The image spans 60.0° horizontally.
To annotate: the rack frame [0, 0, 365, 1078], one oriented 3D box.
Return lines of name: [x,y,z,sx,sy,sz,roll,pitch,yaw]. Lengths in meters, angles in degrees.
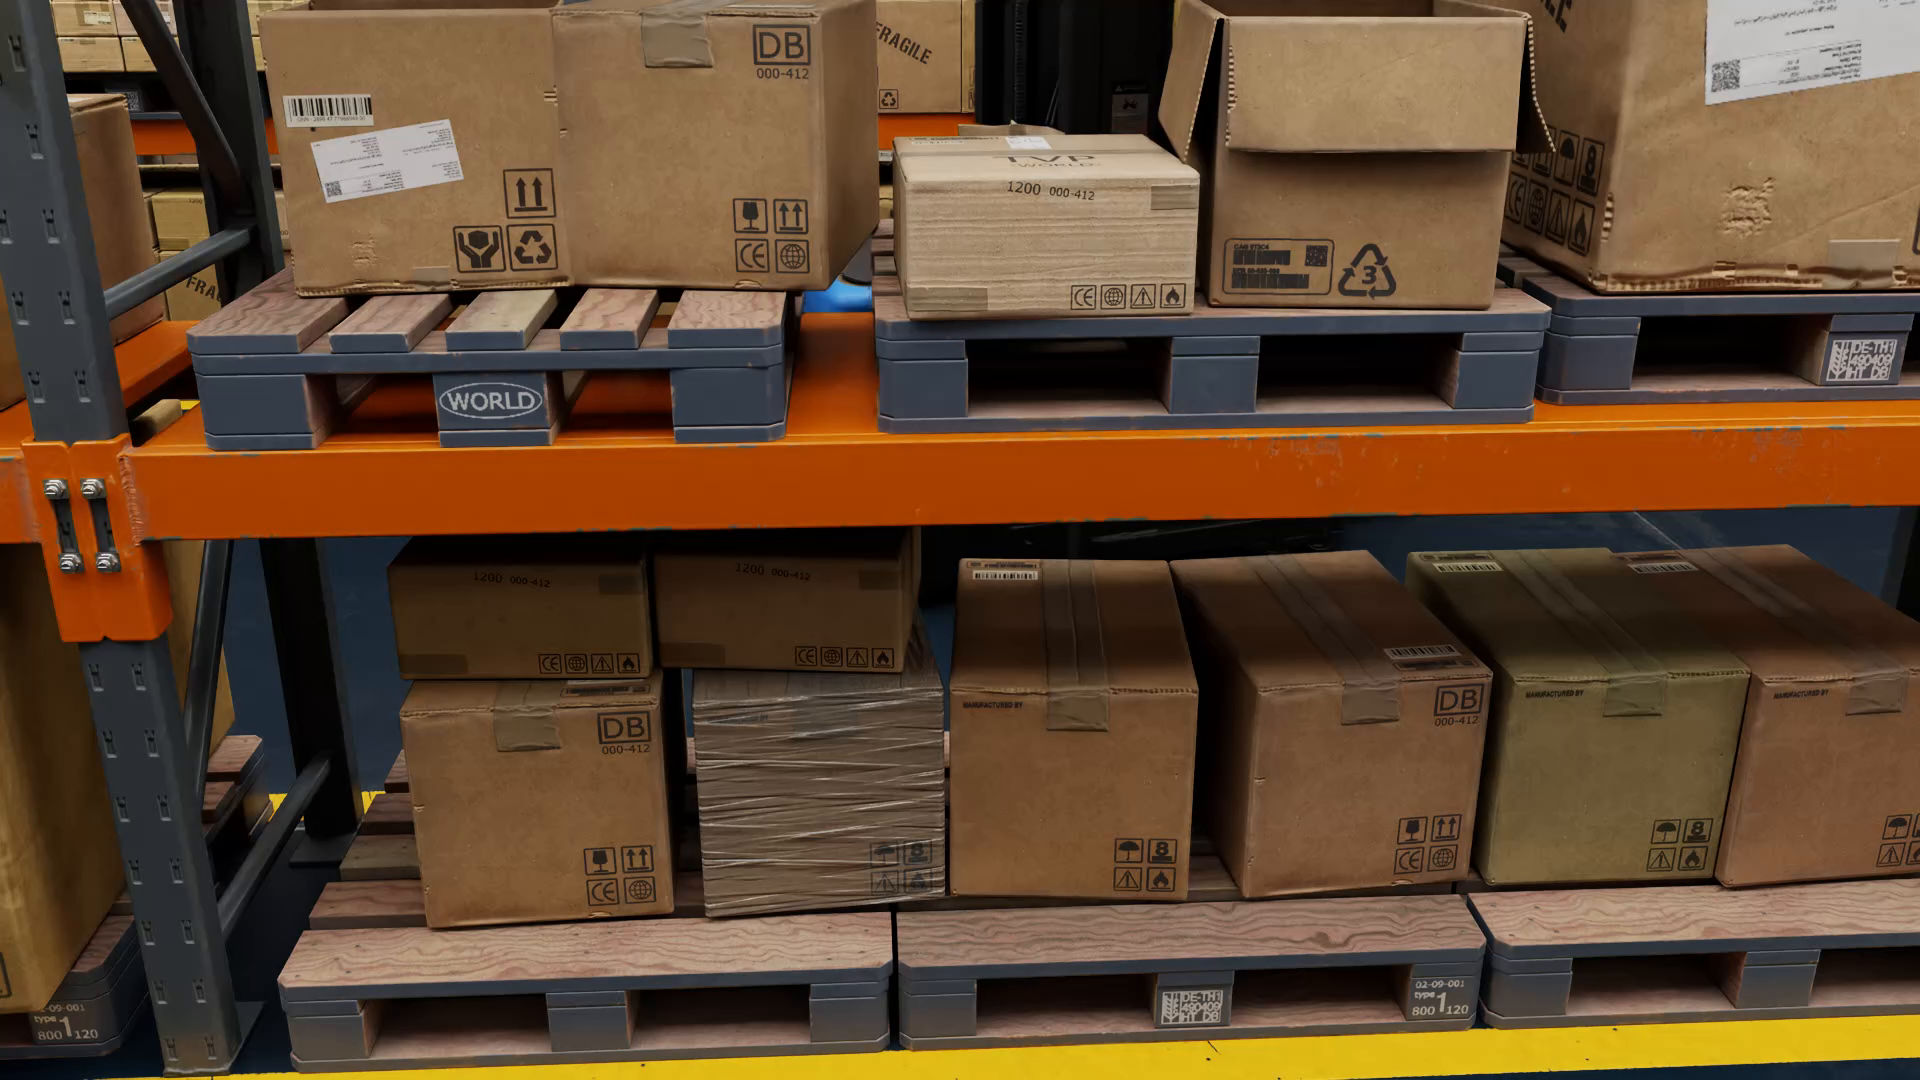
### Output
rack frame: [-1.549,-0.510,3.244,0.127,3.000,1.000,-1,21,-3]

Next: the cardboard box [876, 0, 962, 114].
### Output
cardboard box: [-0.256,-2.255,7.688,0.500,0.500,0.500,-1,21,-3]

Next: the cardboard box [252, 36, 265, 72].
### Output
cardboard box: [-2.951,-2.166,7.357,0.250,0.149,0.380,-1,21,-4]

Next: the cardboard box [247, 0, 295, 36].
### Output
cardboard box: [-2.977,-2.303,7.298,0.250,0.149,0.380,-1,21,-3]

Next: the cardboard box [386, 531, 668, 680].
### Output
cardboard box: [-0.881,0.078,3.541,0.500,0.250,0.500,0,21,-1]

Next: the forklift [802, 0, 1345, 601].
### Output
forklift: [0.857,-1.474,5.874,3.031,2.935,1.130,-8,22,-19]

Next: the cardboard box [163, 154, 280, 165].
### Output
cardboard box: [-5.493,-3.193,12.688,0.875,0.875,0.875,-1,21,-1]

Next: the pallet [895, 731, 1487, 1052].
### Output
pallet: [0.447,0.754,3.843,1.213,0.211,1.003,-1,21,-3]

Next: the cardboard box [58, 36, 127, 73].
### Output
cardboard box: [-3.750,-2.148,7.311,0.250,0.149,0.380,-2,21,-6]

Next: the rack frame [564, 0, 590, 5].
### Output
rack frame: [-1.731,-2.274,7.877,0.127,3.000,1.000,-1,21,-3]

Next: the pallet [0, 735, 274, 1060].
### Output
pallet: [-2.340,0.783,3.769,1.213,0.211,1.003,-1,21,-3]

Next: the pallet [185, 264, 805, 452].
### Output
pallet: [-0.843,-0.472,3.416,1.003,0.211,1.213,-1,21,-3]

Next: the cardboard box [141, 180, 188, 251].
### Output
cardboard box: [-3.930,-1.513,7.747,0.500,0.250,0.500,0,21,-1]

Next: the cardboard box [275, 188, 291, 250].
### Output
cardboard box: [-2.902,-1.531,7.796,0.500,0.250,0.500,-1,21,-2]

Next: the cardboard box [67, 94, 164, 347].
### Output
cardboard box: [-2.049,-0.643,3.454,0.500,0.500,0.500,-1,21,-1]

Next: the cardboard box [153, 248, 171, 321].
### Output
cardboard box: [-3.921,-1.168,7.896,0.500,0.500,0.500,-1,21,-2]

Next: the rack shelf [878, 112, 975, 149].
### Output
rack shelf: [0.266,-1.978,8.112,4.000,0.370,1.077,-1,21,-3]

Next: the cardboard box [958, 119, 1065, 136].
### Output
cardboard box: [0.101,-0.773,3.534,0.258,0.266,0.396,-2,21,-5]

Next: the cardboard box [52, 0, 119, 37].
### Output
cardboard box: [-3.743,-2.288,7.258,0.250,0.149,0.380,-2,21,-4]

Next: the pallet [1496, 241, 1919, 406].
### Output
pallet: [1.674,-0.538,3.587,1.213,0.211,1.003,-1,21,-3]

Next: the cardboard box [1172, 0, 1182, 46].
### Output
cardboard box: [0.748,-2.276,7.742,0.500,0.500,0.500,-1,21,-2]

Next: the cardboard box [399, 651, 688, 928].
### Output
cardboard box: [-0.881,0.432,3.665,0.500,0.500,0.700,-2,21,-6]

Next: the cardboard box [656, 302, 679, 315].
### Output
cardboard box: [-1.118,-1.399,8.152,0.750,0.750,1.050,-1,21,-4]

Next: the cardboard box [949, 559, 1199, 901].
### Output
cardboard box: [0.238,0.402,3.743,0.500,0.500,0.700,1,21,1]

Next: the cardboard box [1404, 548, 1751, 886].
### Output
cardboard box: [1.353,0.379,3.804,0.500,0.500,0.700,-1,21,-3]

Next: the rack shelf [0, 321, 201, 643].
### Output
rack shelf: [-3.545,-0.133,3.266,4.000,0.370,1.077,-1,21,-3]

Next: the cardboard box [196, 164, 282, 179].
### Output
cardboard box: [-3.434,-1.708,8.262,0.500,0.250,0.500,-1,21,-3]

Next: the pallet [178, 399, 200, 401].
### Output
pallet: [-3.726,-0.932,8.271,1.213,0.211,1.003,-1,21,-3]

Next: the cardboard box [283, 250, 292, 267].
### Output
cardboard box: [-2.891,-1.186,7.944,0.500,0.500,0.500,0,21,-1]

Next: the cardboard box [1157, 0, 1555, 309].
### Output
cardboard box: [0.720,-0.768,3.186,0.637,0.503,0.797,1,21,2]

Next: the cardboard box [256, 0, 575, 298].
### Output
cardboard box: [-1.012,-0.778,3.218,0.500,0.500,0.500,-4,21,-10]
